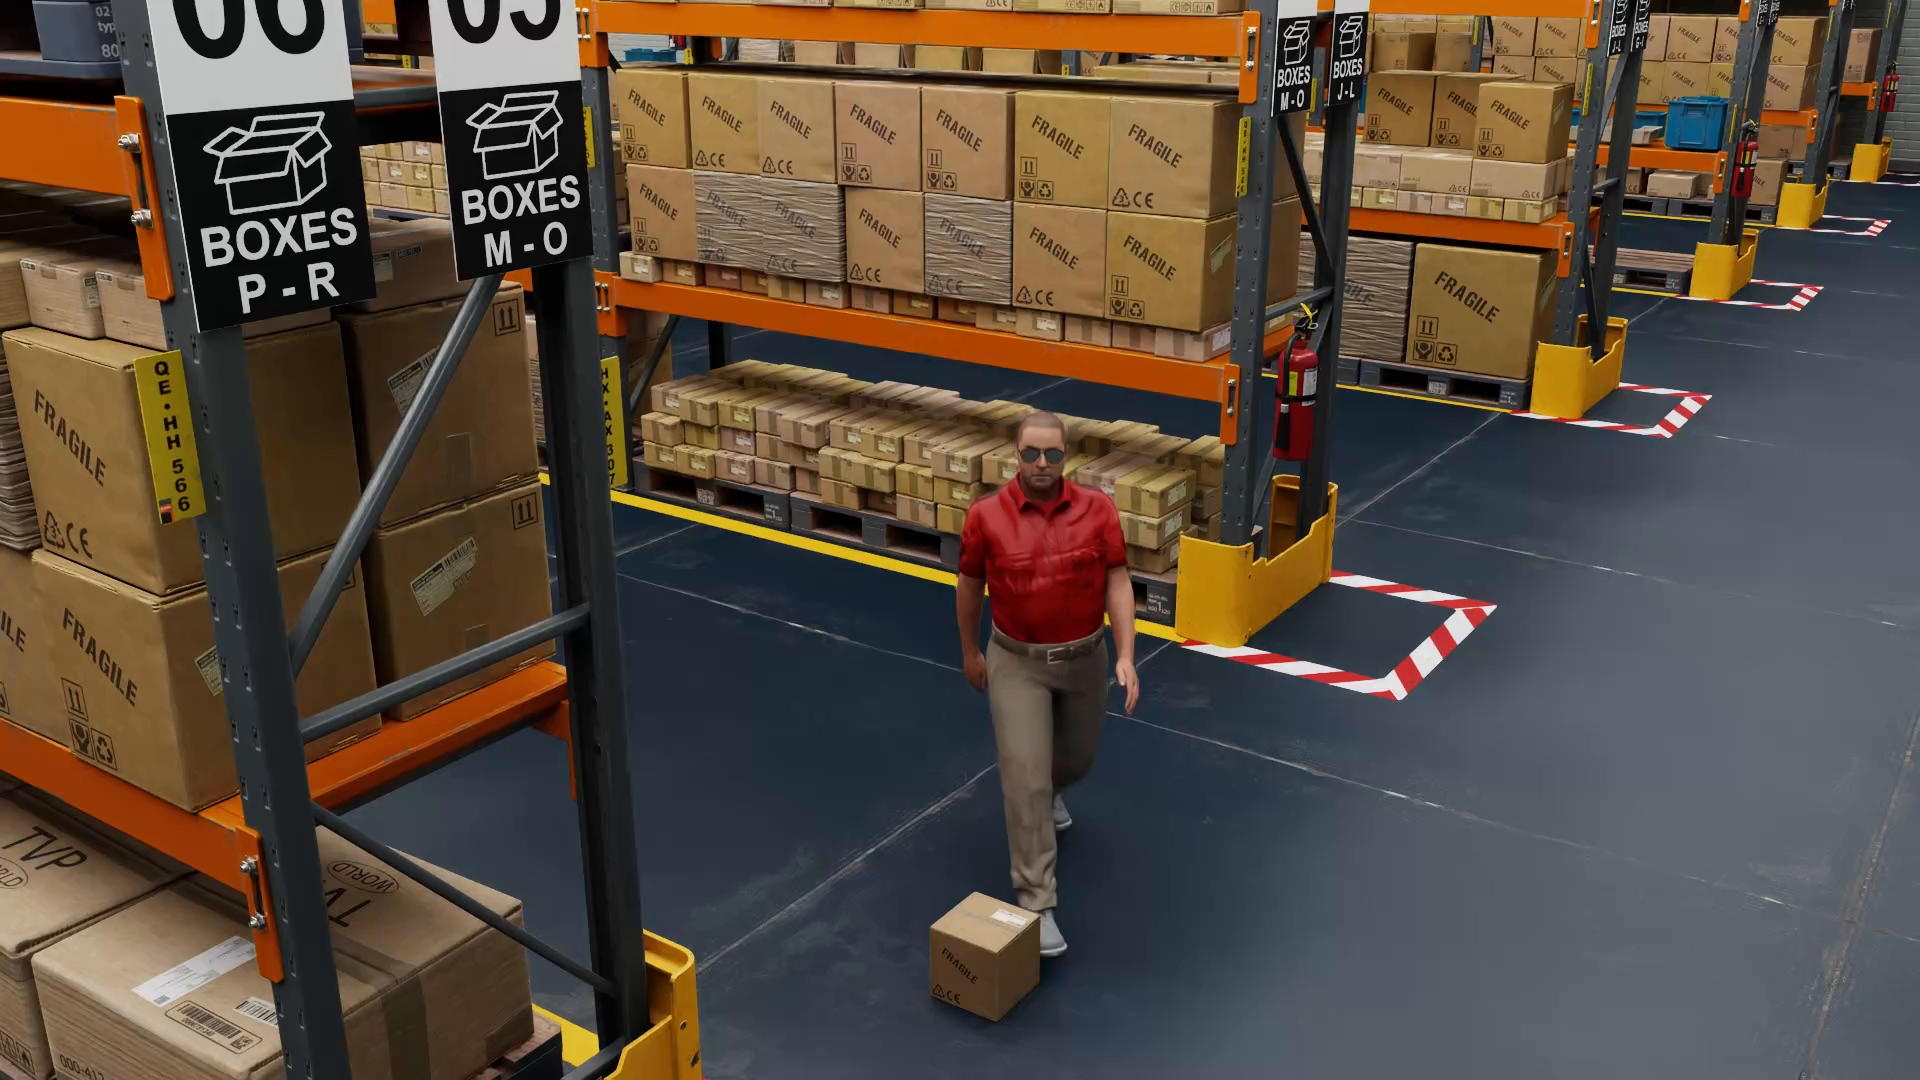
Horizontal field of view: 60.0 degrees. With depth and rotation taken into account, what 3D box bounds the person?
[{"bbox_3d":[0.306,0.418,5.466,0.542,1.666,1.056,-5,20,-14],"label":"person"}]
